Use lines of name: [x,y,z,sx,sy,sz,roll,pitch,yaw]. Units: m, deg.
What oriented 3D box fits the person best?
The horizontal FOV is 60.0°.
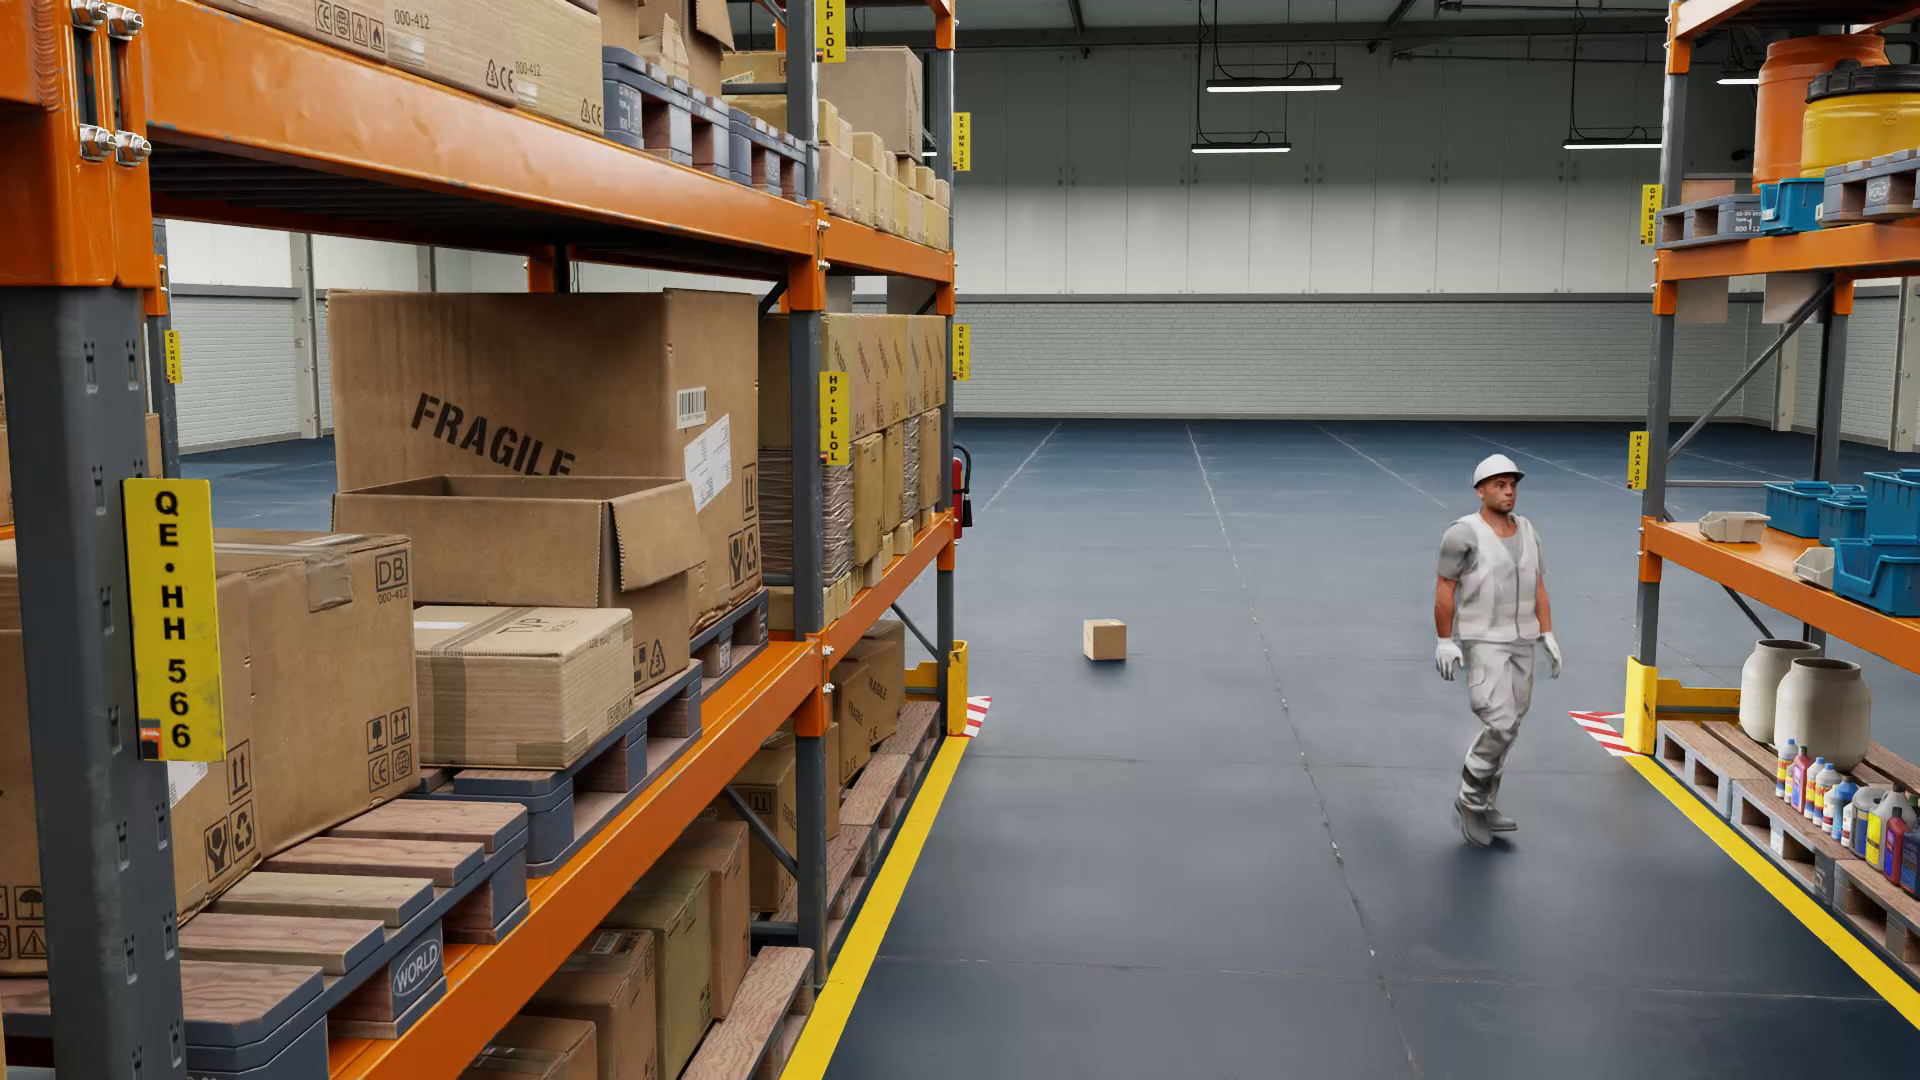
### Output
person: [2.523,0.518,7.720,0.524,1.820,0.461,-3,8,-23]
